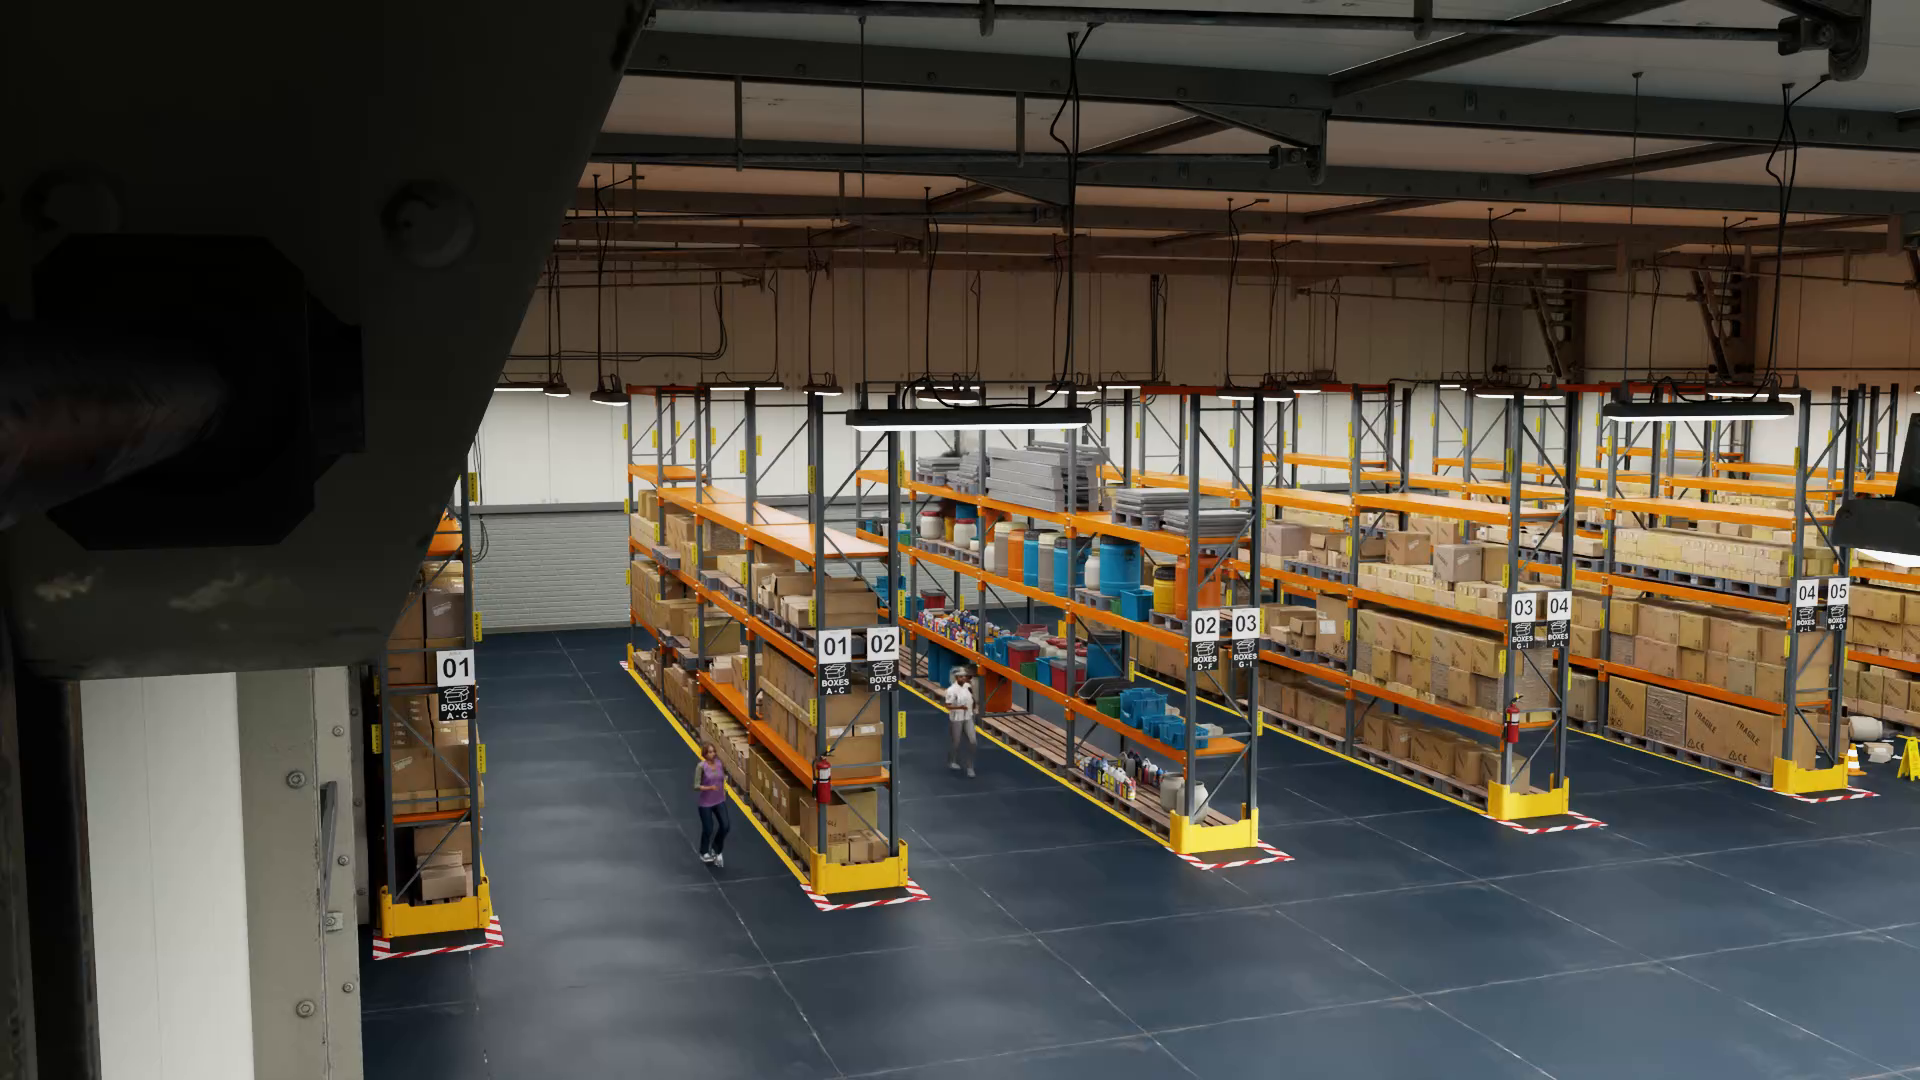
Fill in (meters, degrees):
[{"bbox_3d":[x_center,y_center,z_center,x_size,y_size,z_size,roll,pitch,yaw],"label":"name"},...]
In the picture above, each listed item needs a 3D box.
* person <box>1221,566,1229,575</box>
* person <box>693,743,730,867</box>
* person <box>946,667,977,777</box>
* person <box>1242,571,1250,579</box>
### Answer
[{"bbox_3d":[6.334,1.364,40.244,0.721,1.773,0.767,4,7,31],"label":"person"},{"bbox_3d":[-3.128,3.366,21.082,0.515,1.604,0.625,-4,7,-33],"label":"person"},{"bbox_3d":[0.017,2.831,25.915,0.554,1.747,0.746,-3,7,-25],"label":"person"},{"bbox_3d":[7.111,1.181,41.359,0.931,1.703,0.750,1,6,13],"label":"person"}]
